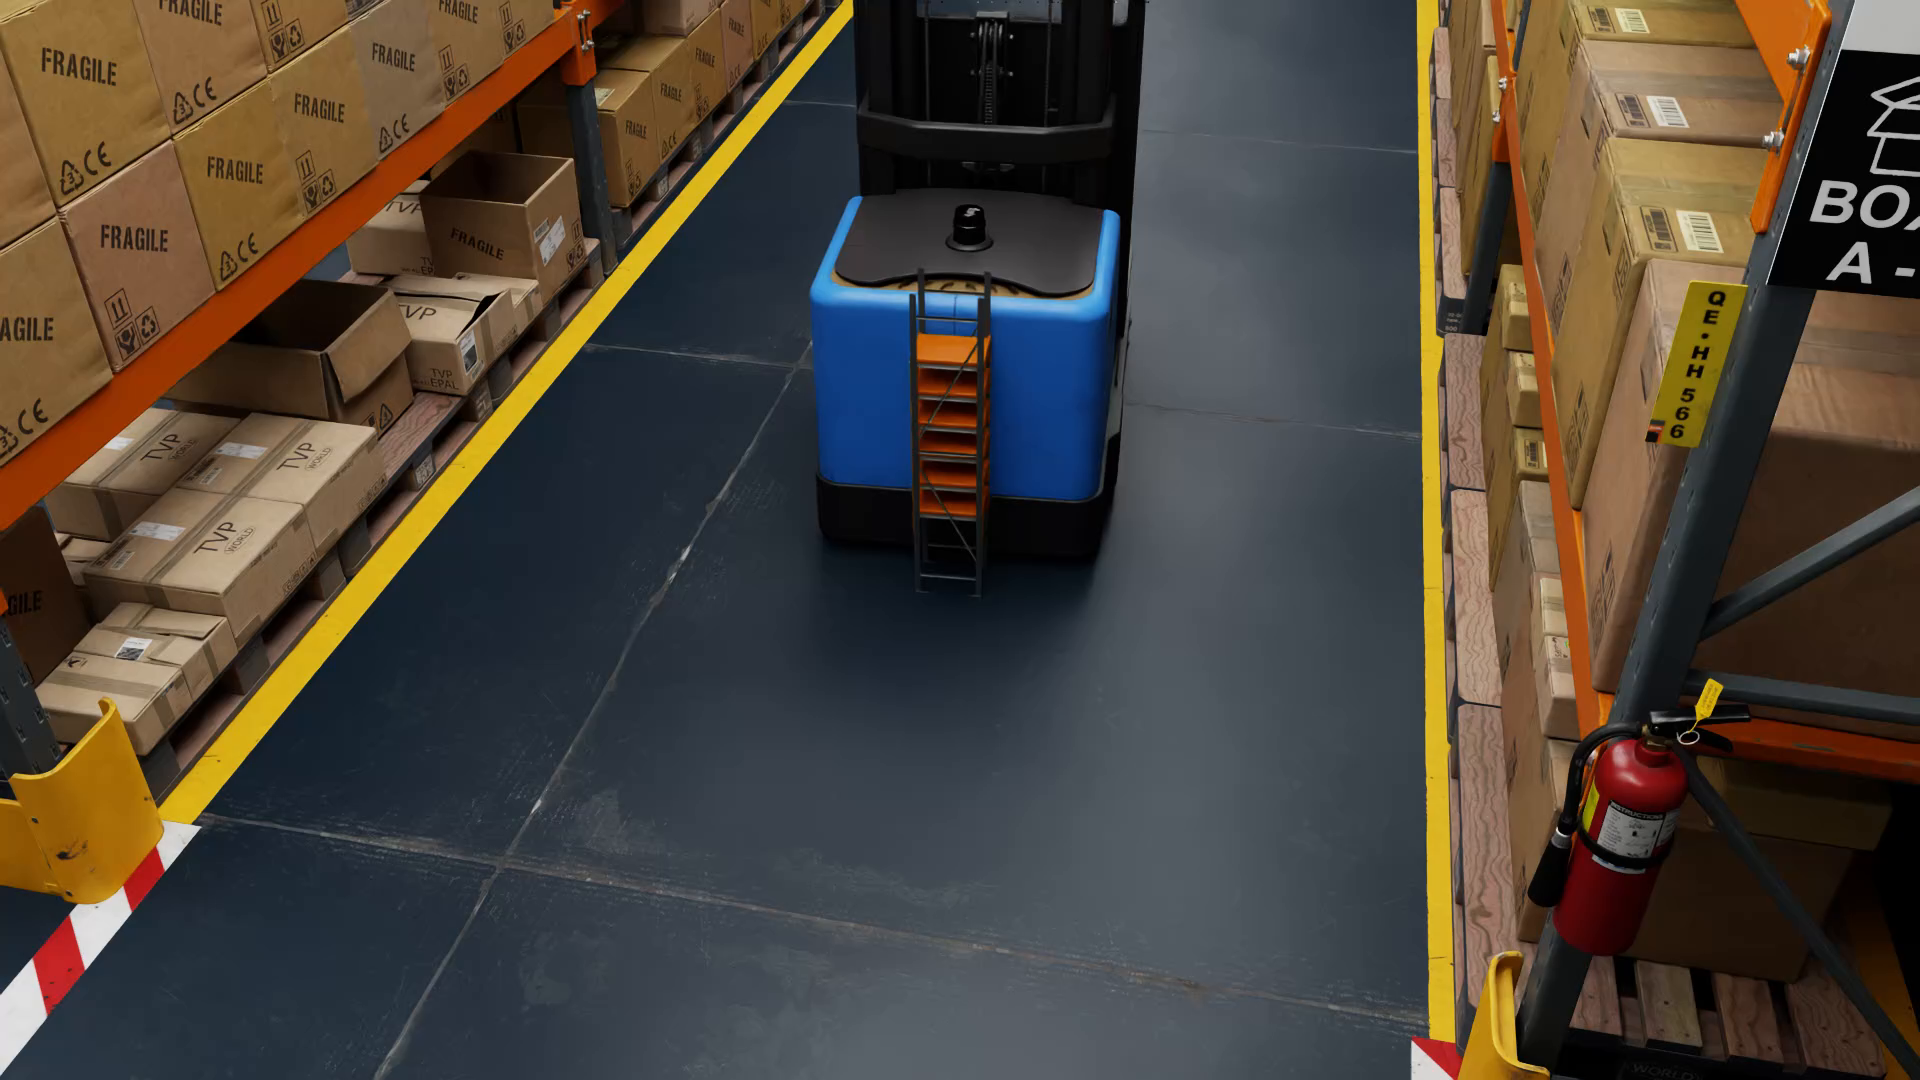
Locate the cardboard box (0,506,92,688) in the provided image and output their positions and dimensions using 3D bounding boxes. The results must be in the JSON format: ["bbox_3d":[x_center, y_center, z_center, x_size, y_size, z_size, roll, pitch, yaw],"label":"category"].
[{"bbox_3d":[-3.142,0.208,5.162,0.500,0.500,0.500,7,37,10],"label":"cardboard box"}]

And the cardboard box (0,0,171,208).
[{"bbox_3d":[-2.560,-1.250,4.482,0.500,0.500,0.500,8,37,10],"label":"cardboard box"}]

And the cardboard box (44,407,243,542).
[{"bbox_3d":[-2.909,-0.231,5.981,0.500,0.250,0.500,7,37,10],"label":"cardboard box"}]

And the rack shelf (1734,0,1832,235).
[{"bbox_3d":[2.250,-1.734,4.144,1.077,0.370,4.000,7,37,10],"label":"rack shelf"}]

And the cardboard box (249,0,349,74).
[{"bbox_3d":[-2.341,-1.828,5.279,0.500,0.500,0.500,7,37,10],"label":"cardboard box"}]

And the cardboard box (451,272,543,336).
[{"bbox_3d":[-2.029,-1.015,7.149,0.380,0.149,0.250,7,37,10],"label":"cardboard box"}]

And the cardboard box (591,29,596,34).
[{"bbox_3d":[-2.116,-2.631,9.079,0.500,0.500,0.500,8,37,11],"label":"cardboard box"}]

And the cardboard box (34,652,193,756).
[{"bbox_3d":[-2.592,0.496,5.064,0.380,0.149,0.250,7,37,10],"label":"cardboard box"}]

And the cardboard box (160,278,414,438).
[{"bbox_3d":[-2.559,-0.666,6.365,0.797,0.503,0.637,7,37,10],"label":"cardboard box"}]

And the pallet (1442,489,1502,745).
[{"bbox_3d":[2.180,0.299,5.657,1.003,0.211,1.213,7,37,10],"label":"pallet"}]

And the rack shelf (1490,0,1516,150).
[{"bbox_3d":[3.105,-2.813,8.188,1.077,0.370,4.000,7,37,10],"label":"rack shelf"}]

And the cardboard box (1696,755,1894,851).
[{"bbox_3d":[2.044,0.598,4.088,0.380,0.149,0.250,8,37,10],"label":"cardboard box"}]

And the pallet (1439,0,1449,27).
[{"bbox_3d":[3.700,-3.569,10.995,1.003,0.211,1.213,7,37,10],"label":"pallet"}]

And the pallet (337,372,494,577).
[{"bbox_3d":[-2.569,-0.352,6.556,1.003,0.211,1.213,7,37,10],"label":"pallet"}]

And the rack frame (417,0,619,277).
[{"bbox_3d":[-2.163,-2.576,7.248,1.000,3.000,0.127,7,37,10],"label":"rack frame"}]

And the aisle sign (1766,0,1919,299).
[{"bbox_3d":[1.515,-0.713,2.463,0.394,0.787,0.004,7,37,10],"label":"aisle sign"}]

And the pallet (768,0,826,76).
[{"bbox_3d":[-1.505,-3.317,10.647,1.003,0.211,1.213,7,37,10],"label":"pallet"}]

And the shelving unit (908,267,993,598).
[{"bbox_3d":[-0.030,-0.341,5.698,0.258,1.200,0.189,4,36,6],"label":"shelving unit"}]

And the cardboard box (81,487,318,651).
[{"bbox_3d":[-2.517,0.089,5.539,0.500,0.250,0.500,7,37,10],"label":"cardboard box"}]

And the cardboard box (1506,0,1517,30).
[{"bbox_3d":[2.504,-2.241,6.983,0.380,0.149,0.250,8,37,11],"label":"cardboard box"}]

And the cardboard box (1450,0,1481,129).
[{"bbox_3d":[3.053,-2.644,8.816,0.750,0.750,0.750,7,37,10],"label":"cardboard box"}]

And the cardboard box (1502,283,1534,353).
[{"bbox_3d":[2.166,-0.789,6.001,0.380,0.149,0.250,8,37,12],"label":"cardboard box"}]

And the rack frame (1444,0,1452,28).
[{"bbox_3d":[3.532,-4.251,9.559,1.000,3.000,0.127,7,37,10],"label":"rack frame"}]

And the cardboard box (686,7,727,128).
[{"bbox_3d":[-1.604,-2.582,9.011,0.500,0.500,0.500,8,37,11],"label":"cardboard box"}]

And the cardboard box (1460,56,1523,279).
[{"bbox_3d":[2.689,-1.646,7.439,0.750,0.750,0.750,8,37,11],"label":"cardboard box"}]

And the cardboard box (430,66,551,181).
[{"bbox_3d":[-2.337,-2.061,8.293,0.500,0.500,0.500,7,37,10],"label":"cardboard box"}]

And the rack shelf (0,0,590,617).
[{"bbox_3d":[-2.590,-1.138,5.878,1.077,0.370,4.000,7,37,10],"label":"rack shelf"}]

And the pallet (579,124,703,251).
[{"bbox_3d":[-2.026,-1.918,8.717,1.003,0.211,1.213,7,37,10],"label":"pallet"}]

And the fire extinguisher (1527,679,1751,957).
[{"bbox_3d":[1.340,0.547,3.323,0.296,0.674,0.183,7,37,10],"label":"fire extinguisher"}]

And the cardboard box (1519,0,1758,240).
[{"bbox_3d":[2.384,-1.352,5.304,0.980,0.700,0.700,6,36,9],"label":"cardboard box"}]

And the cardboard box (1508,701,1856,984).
[{"bbox_3d":[1.875,0.764,4.412,0.700,0.500,0.500,7,37,10],"label":"cardboard box"}]

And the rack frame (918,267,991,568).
[{"bbox_3d":[-0.019,-0.394,5.772,0.240,1.200,0.006,4,36,6],"label":"rack frame"}]

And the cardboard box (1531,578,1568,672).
[{"bbox_3d":[1.778,0.258,4.557,0.380,0.149,0.250,8,37,11],"label":"cardboard box"}]

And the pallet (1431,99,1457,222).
[{"bbox_3d":[3.027,-1.982,8.804,1.003,0.211,1.213,7,37,10],"label":"pallet"}]

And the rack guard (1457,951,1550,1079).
[{"bbox_3d":[1.818,1.362,3.945,1.175,0.500,0.348,7,37,10],"label":"rack guard"}]

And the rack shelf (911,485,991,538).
[{"bbox_3d":[-0.030,-0.111,5.865,0.258,0.103,0.180,4,36,6],"label":"rack shelf"}]

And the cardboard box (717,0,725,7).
[{"bbox_3d":[-1.501,-3.154,9.161,0.500,0.250,0.500,7,36,9],"label":"cardboard box"}]

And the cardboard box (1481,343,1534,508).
[{"bbox_3d":[2.307,-0.412,6.034,0.700,0.500,0.500,7,37,9],"label":"cardboard box"}]

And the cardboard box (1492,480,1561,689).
[{"bbox_3d":[2.088,0.189,5.206,0.700,0.500,0.500,6,36,8],"label":"cardboard box"}]

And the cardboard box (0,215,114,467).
[{"bbox_3d":[-2.665,-0.545,4.360,0.500,0.500,0.500,8,37,11],"label":"cardboard box"}]

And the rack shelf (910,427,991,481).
[{"bbox_3d":[-0.030,-0.305,5.724,0.258,0.103,0.180,4,36,6],"label":"rack shelf"}]

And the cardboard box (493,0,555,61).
[{"bbox_3d":[-2.019,-2.298,6.779,0.500,0.500,0.500,8,37,11],"label":"cardboard box"}]

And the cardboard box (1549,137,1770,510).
[{"bbox_3d":[2.067,-0.498,4.125,0.980,0.700,0.700,7,37,10],"label":"cardboard box"}]

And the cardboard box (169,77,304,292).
[{"bbox_3d":[-2.450,-1.129,5.166,0.500,0.500,0.500,7,37,10],"label":"cardboard box"}]

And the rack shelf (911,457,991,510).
[{"bbox_3d":[-0.030,-0.208,5.795,0.258,0.103,0.180,4,36,6],"label":"rack shelf"}]

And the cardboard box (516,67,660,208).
[{"bbox_3d":[-1.821,-1.989,8.193,0.500,0.500,0.500,6,36,8],"label":"cardboard box"}]

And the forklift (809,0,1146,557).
[{"bbox_3d":[0.177,-1.980,6.485,1.130,2.935,3.031,4,36,6],"label":"forklift"}]

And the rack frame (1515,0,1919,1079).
[{"bbox_3d":[1.820,0.335,3.231,0.949,2.616,0.053,7,37,10],"label":"rack frame"}]

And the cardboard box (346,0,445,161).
[{"bbox_3d":[-2.235,-1.707,5.965,0.500,0.500,0.500,8,37,11],"label":"cardboard box"}]

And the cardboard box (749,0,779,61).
[{"bbox_3d":[-1.390,-3.173,9.827,0.500,0.500,0.500,6,36,8],"label":"cardboard box"}]
